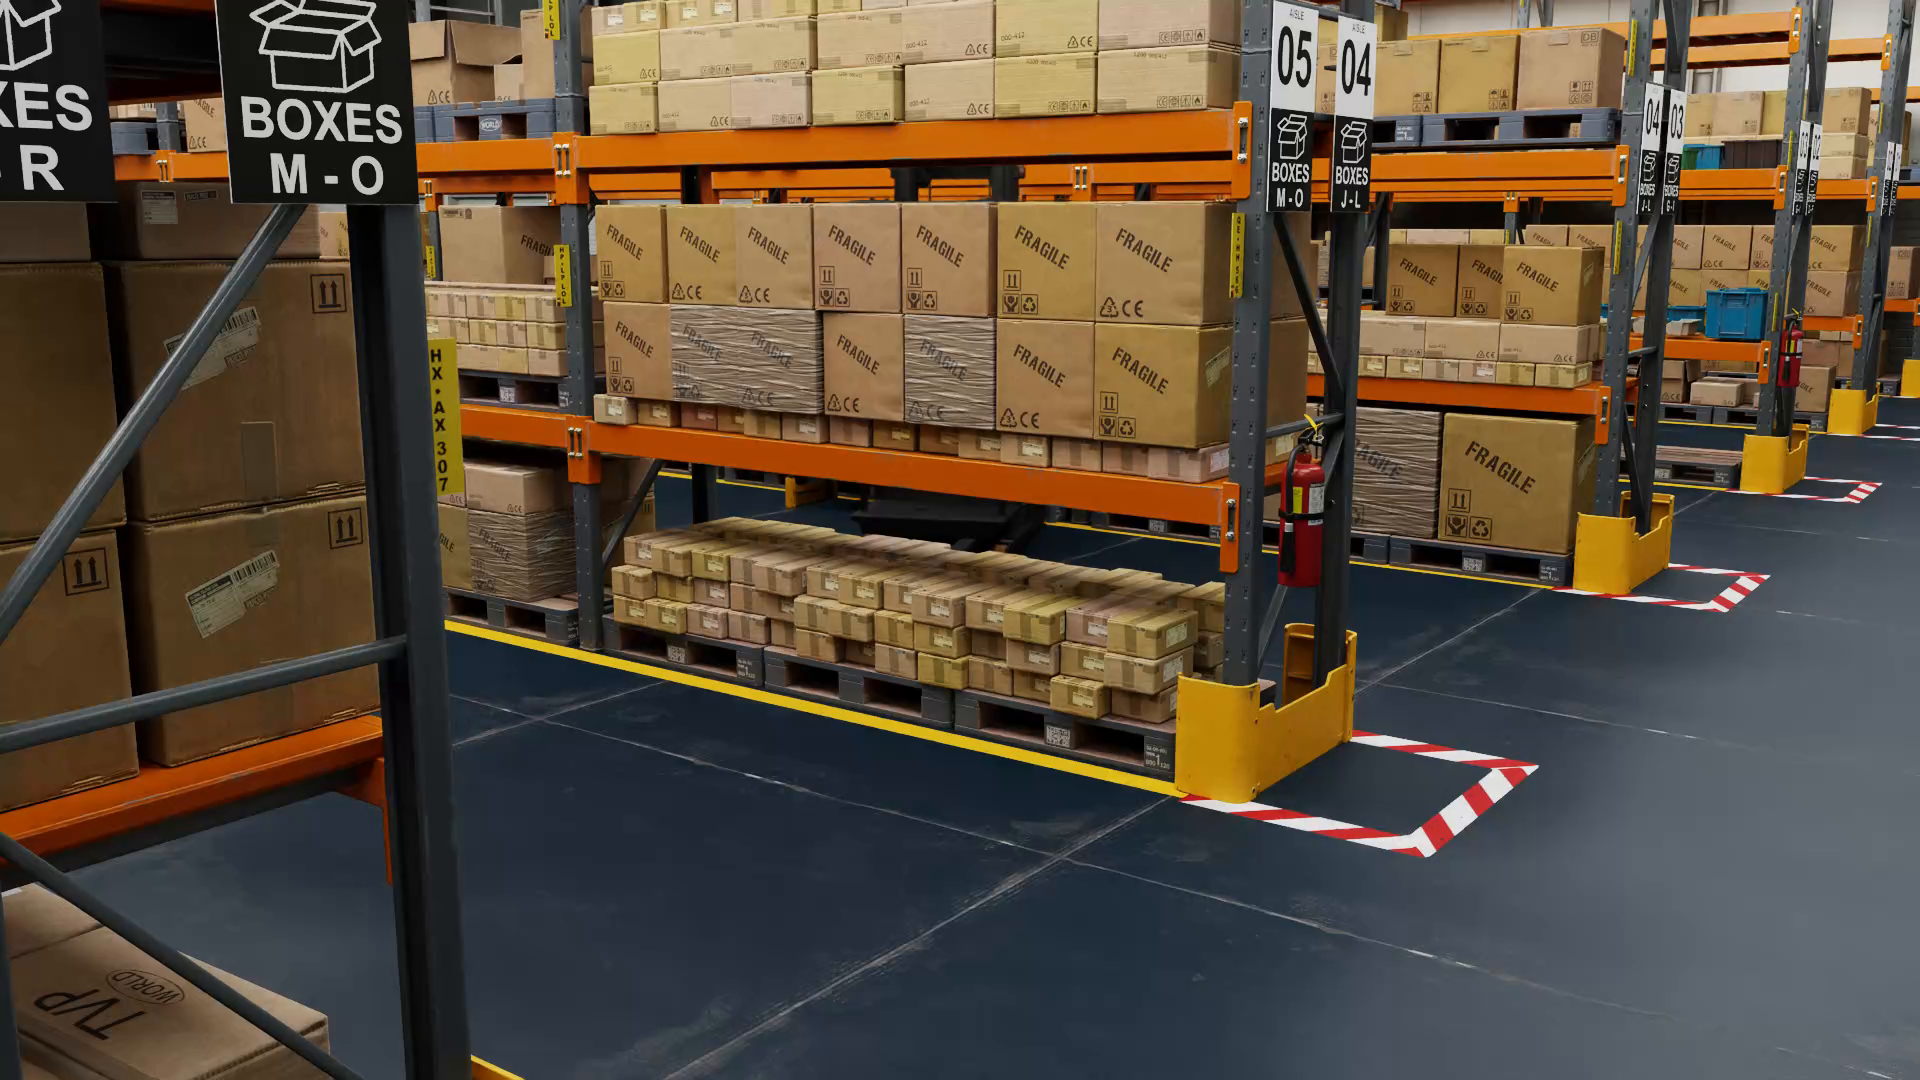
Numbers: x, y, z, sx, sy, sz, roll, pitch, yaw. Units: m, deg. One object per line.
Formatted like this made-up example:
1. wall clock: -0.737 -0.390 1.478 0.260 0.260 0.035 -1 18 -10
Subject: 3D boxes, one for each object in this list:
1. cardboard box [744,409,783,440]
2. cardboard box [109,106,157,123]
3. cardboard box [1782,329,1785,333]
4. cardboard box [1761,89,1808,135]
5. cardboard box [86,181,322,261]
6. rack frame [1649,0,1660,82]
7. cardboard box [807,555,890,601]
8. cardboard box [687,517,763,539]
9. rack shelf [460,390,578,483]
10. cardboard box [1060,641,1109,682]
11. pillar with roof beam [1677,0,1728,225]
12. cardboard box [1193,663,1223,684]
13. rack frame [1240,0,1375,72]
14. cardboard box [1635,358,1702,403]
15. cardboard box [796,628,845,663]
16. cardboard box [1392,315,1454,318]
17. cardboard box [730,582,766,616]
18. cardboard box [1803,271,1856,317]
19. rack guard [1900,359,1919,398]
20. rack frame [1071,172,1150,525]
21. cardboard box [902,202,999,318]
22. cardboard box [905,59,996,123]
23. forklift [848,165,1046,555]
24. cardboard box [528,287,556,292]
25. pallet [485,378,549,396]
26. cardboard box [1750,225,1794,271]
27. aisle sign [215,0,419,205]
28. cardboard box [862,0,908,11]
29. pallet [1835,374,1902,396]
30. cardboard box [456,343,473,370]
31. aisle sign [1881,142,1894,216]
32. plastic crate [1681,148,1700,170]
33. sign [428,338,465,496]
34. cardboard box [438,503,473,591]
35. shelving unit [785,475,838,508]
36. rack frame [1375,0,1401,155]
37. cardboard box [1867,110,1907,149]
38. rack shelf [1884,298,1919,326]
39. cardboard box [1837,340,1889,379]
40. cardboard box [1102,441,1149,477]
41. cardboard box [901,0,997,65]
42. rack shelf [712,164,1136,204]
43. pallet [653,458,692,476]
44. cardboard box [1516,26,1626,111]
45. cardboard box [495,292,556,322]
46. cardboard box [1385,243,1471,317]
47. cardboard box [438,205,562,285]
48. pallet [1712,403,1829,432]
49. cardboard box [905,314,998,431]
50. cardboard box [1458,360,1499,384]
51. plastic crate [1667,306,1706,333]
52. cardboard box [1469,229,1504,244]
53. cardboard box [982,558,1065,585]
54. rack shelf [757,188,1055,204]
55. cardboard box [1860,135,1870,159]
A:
1. cardboard box: -0.879 -0.611 8.450 0.250 0.149 0.380 8 14 37
2. cardboard box: -6.036 -3.131 11.784 0.500 0.311 0.500 8 13 36
3. cardboard box: 11.818 -3.018 24.001 0.250 0.149 0.380 8 14 36
4. cardboard box: 9.540 -4.877 19.048 0.500 0.500 0.700 8 13 36
5. cardboard box: -1.538 -0.647 3.374 0.250 0.149 0.380 8 14 37
6. rack frame: 10.022 -6.894 24.471 0.127 3.000 1.000 8 13 36
7. cardboard box: -0.568 0.192 8.472 0.250 0.149 0.380 7 13 33
8. cardboard box: -1.351 -0.024 9.589 0.250 0.149 0.380 8 14 37
9. rack shelf: -3.404 -0.797 10.646 4.000 0.370 1.077 8 13 36
10. cardboard box: 0.659 0.519 7.569 0.250 0.149 0.380 8 13 34
11. pillar with roof beam: 8.550 -6.288 21.342 0.400 9.000 9.100 8 13 36
12. cardboard box: 1.200 0.610 7.880 0.250 0.149 0.380 8 14 37
13. rack frame: 1.433 -3.421 6.521 0.127 3.000 1.000 8 13 36
14. cardboard box: 8.610 -1.969 20.226 0.637 0.503 0.797 8 13 36
15. cardboard box: -0.618 0.498 8.459 0.250 0.149 0.380 8 13 34
16. cardboard box: 3.397 -1.506 12.027 0.500 0.250 0.500 7 13 34
17. cardboard box: -0.998 0.279 8.806 0.250 0.149 0.380 7 13 33
18. cardboard box: 9.794 -2.798 18.830 0.500 0.500 0.500 8 14 37
19. rack guard: 13.265 -2.269 22.940 0.348 0.500 1.175 8 13 36
20. rack frame: 1.226 -1.673 13.282 0.127 3.000 1.000 8 13 36
21. cardboard box: 0.084 -1.289 7.617 0.500 0.500 0.500 9 14 38
22. cardboard box: 0.102 -1.999 7.465 0.500 0.250 0.500 9 14 38
23. forklift: -0.135 -1.323 11.652 1.130 2.935 3.031 2 11 12
24. cardboard box: -2.470 -1.503 10.391 0.250 0.149 0.380 8 13 35
25. pallet: -3.396 -1.065 10.640 1.213 0.211 1.003 8 13 36
26. cardboard box: 9.387 -3.344 19.024 0.500 0.500 0.500 8 14 37
27. aisle sign: -1.186 -1.019 3.056 0.004 0.787 0.394 8 13 36
28. cardboard box: -0.237 -2.485 7.607 0.250 0.149 0.380 7 13 34
29. pallet: 12.555 -2.207 23.384 1.213 0.211 1.003 8 13 36
30. cardboard box: -2.840 -1.108 9.916 0.250 0.149 0.380 7 13 33
31. aisle sign: 10.190 -3.962 18.265 0.004 0.787 0.394 8 13 36
32. plastic crate: 6.418 -3.418 14.959 0.336 0.188 0.450 8 13 36
33. sign: -1.083 -0.255 3.461 0.005 0.325 0.100 8 13 36
34. cardboard box: -2.950 -0.007 10.142 0.500 0.500 0.500 8 13 34
35. shelving unit: -0.863 -0.994 13.720 1.083 1.500 0.587 8 14 37
36. rack frame: 4.158 -5.377 16.631 0.127 3.000 1.000 8 13 36
37. cardboard box: 12.494 -5.562 22.534 0.500 0.500 0.500 8 13 35
38. rack shelf: 11.634 -3.370 23.947 4.000 0.370 1.077 8 13 36
39. cardboard box: 12.622 -2.541 23.242 0.500 0.500 0.700 8 13 36
40. cardboard box: 0.824 -0.379 7.255 0.250 0.149 0.380 8 13 35
41. cardboard box: 0.086 -2.248 7.435 0.500 0.250 0.500 8 14 36
42. rack shelf: -0.386 -3.018 14.227 4.000 0.370 1.077 8 13 36
43. pallet: -2.627 -0.842 16.326 1.213 0.211 1.003 8 13 36
44. cardboard box: 3.999 -3.051 10.873 0.500 0.500 0.700 7 13 32
45. cardboard box: -2.448 -1.346 9.577 0.250 0.149 0.380 7 13 34
46. cardboard box: 3.399 -1.873 11.951 0.500 0.500 0.500 7 13 34
47. cardboard box: -4.665 -2.963 17.261 1.000 1.000 1.000 8 14 36
48. pallet: 9.612 -1.469 19.566 1.213 0.211 1.003 8 13 36
49. cardboard box: 0.092 -0.796 7.701 0.500 0.500 0.500 8 14 36
50. cardboard box: 3.555 -1.147 11.225 0.250 0.149 0.380 8 14 36
51. plastic crate: 6.847 -2.081 15.673 0.300 0.233 0.416 8 13 36
52. cardboard box: 8.265 -4.708 25.896 0.500 0.250 0.500 8 13 34
53. cardboard box: 0.324 0.207 8.399 0.250 0.149 0.380 9 14 38
54. rack shelf: -0.679 -4.226 20.471 4.000 0.370 1.077 8 13 36
55. cardboard box: 10.056 -4.482 18.981 0.500 0.250 0.500 8 13 36
